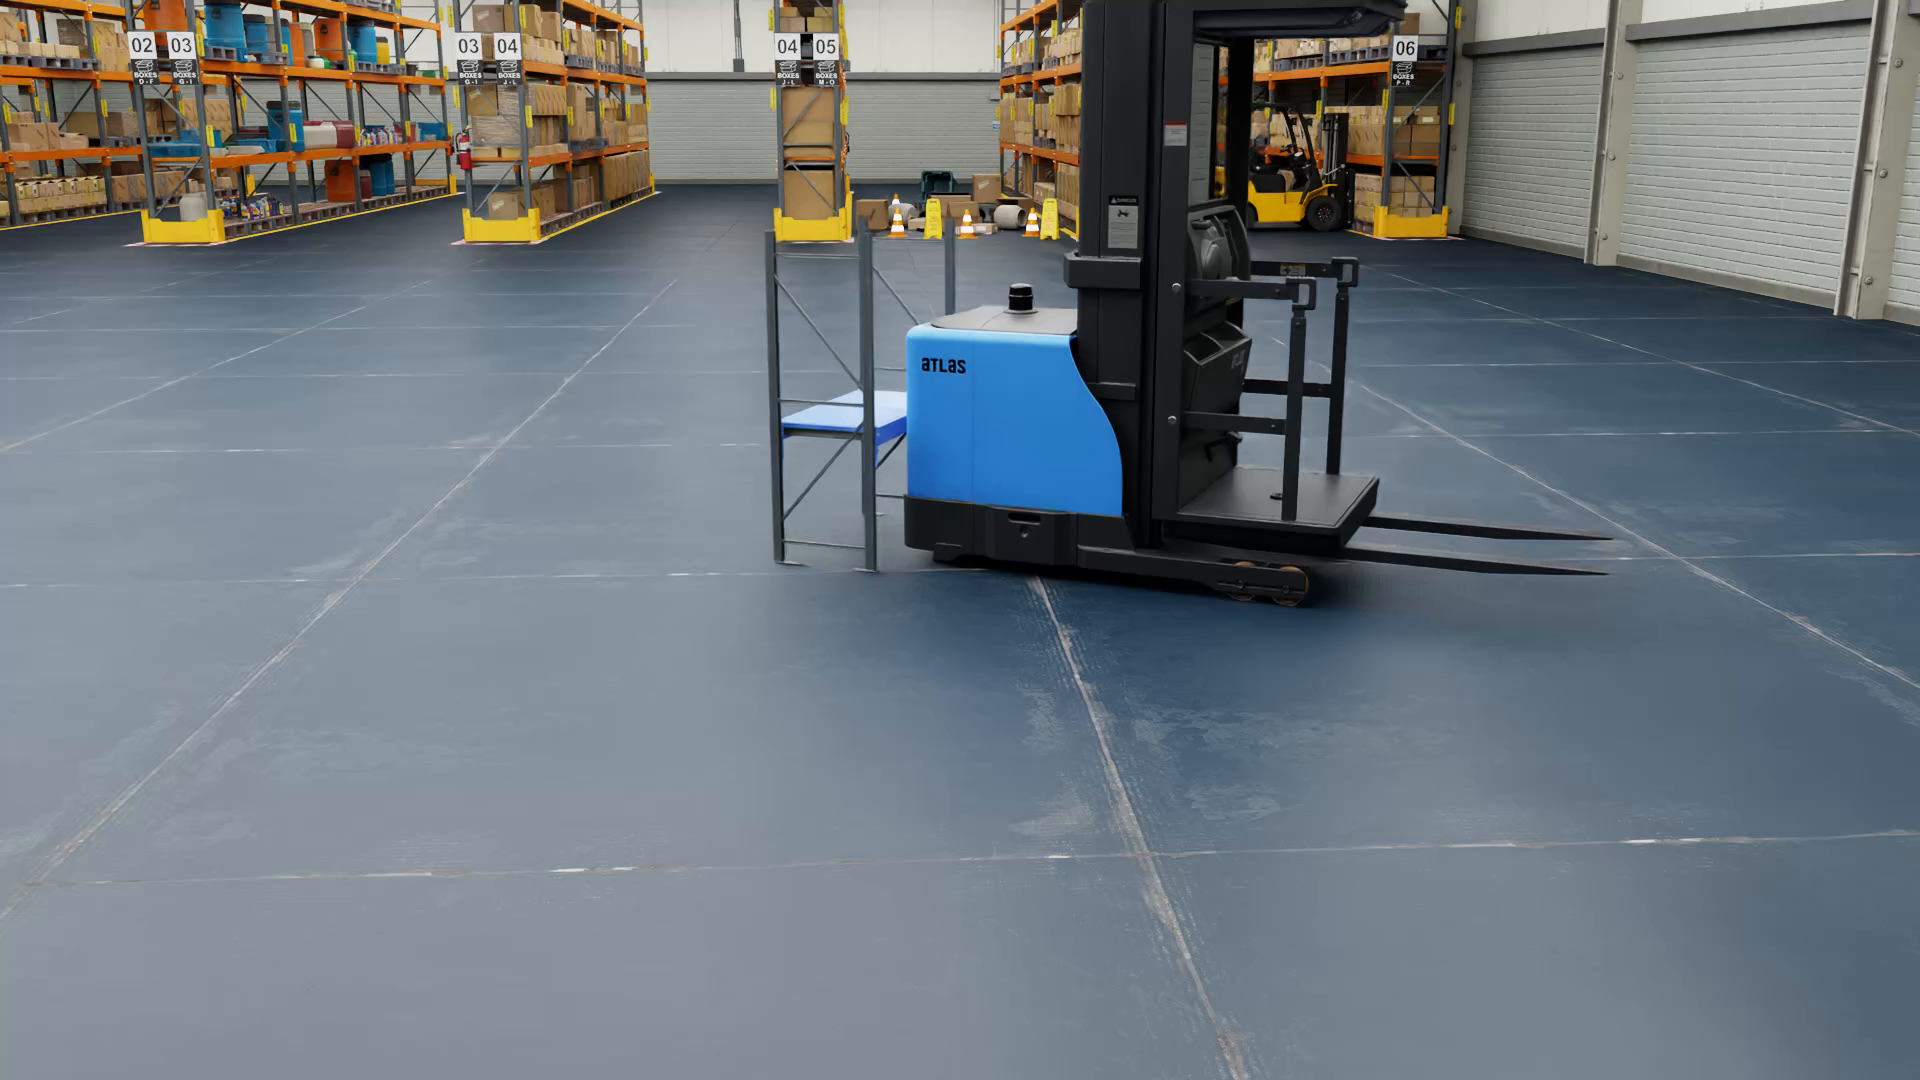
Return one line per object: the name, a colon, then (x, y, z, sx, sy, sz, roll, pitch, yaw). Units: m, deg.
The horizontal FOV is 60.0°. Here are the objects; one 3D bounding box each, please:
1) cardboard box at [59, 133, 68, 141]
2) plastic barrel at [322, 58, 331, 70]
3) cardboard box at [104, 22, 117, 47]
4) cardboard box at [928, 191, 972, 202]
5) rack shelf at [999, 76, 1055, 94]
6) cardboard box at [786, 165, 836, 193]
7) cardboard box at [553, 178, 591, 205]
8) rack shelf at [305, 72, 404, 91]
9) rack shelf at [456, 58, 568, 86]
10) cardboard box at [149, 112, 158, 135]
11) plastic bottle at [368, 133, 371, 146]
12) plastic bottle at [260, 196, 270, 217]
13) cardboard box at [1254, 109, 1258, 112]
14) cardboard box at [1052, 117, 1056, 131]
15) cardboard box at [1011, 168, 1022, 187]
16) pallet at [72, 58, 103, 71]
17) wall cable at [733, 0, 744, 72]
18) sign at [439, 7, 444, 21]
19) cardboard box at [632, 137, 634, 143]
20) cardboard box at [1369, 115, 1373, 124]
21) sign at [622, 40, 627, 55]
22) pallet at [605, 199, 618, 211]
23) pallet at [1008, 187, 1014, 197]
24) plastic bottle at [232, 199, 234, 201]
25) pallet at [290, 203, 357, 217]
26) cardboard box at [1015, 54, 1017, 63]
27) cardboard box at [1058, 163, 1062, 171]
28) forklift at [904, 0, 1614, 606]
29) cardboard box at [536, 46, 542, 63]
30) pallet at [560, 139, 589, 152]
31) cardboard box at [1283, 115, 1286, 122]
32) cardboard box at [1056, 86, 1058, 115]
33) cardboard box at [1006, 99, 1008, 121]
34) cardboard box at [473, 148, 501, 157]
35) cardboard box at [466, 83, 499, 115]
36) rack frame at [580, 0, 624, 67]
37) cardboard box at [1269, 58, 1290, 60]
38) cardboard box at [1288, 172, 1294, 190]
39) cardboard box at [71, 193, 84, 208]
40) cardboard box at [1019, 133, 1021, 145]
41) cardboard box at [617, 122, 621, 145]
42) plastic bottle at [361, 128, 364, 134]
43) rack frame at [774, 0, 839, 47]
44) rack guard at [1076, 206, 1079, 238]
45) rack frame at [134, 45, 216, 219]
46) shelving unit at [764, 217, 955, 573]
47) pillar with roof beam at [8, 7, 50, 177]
cardboard box: (-17.891, -7.842, 32.664, 0.500, 0.311, 0.500, -1, 14, -4)
plastic barrel: (-12.742, -9.503, 33.233, 0.294, 0.245, 0.294, 0, 14, 0)
cardboard box: (-17.837, -10.458, 34.426, 0.500, 0.500, 0.500, -1, 14, -3)
cardboard box: (-0.181, -5.913, 29.725, 0.797, 0.637, 0.503, -1, 14, -3)
rack shelf: (1.654, -11.012, 40.230, 1.077, 0.370, 4.000, -1, 14, -3)
cardboard box: (-2.692, -6.336, 30.054, 0.875, 0.875, 0.875, -1, 14, -3)
cardboard box: (-7.757, -6.961, 33.195, 0.700, 0.500, 0.500, -2, 15, -8)
rack shelf: (-12.933, -9.788, 35.472, 1.077, 0.370, 4.000, -1, 14, -3)
rack shelf: (-7.494, -7.875, 28.036, 1.077, 0.370, 4.000, -1, 14, -3)
cardboard box: (-18.195, -9.236, 36.860, 0.700, 0.500, 0.500, -6, 16, -22)
plastic bottle: (-12.550, -8.496, 35.284, 0.097, 0.271, 0.097, 0, 14, 0)
plastic bottle: (-12.201, -5.838, 29.129, 0.144, 0.351, 0.185, -1, 14, -4)
cardboard box: (6.905, -10.297, 40.226, 0.500, 0.500, 0.500, -1, 14, -5)
cardboard box: (2.016, -7.928, 31.179, 0.500, 0.500, 0.500, -1, 14, -4)
cardboard box: (1.736, -8.978, 41.198, 0.875, 0.438, 0.875, 0, 14, -2)
pallet: (-17.622, -9.304, 32.528, 1.213, 0.211, 1.003, 0, 14, -1)
wall cable: (-5.271, -16.175, 46.377, 2.277, 5.999, 0.120, -1, 14, -3)
sign: (-12.756, -12.937, 40.897, 0.100, 0.325, 0.005, -1, 14, -3)
cardboard box: (-7.833, -9.345, 38.832, 0.380, 0.149, 0.250, 0, 14, -2)
cardboard box: (7.170, -7.138, 28.248, 0.380, 0.149, 0.250, -1, 14, -4)
sign: (-7.572, -11.124, 37.551, 0.100, 0.325, 0.005, -1, 14, -3)
pallet: (-7.839, -7.109, 35.234, 1.003, 0.211, 1.213, -1, 14, -3)
pallet: (1.730, -8.554, 40.850, 1.003, 0.211, 1.213, -1, 14, -3)
plastic bottle: (-12.931, -5.919, 29.596, 0.152, 0.276, 0.135, 0, 14, -1)
pallet: (-12.799, -6.642, 33.419, 1.003, 0.211, 1.213, -1, 14, -3)
cardboard box: (1.460, -10.872, 37.667, 0.396, 0.266, 0.258, -1, 14, -4)
cardboard box: (1.988, -6.787, 30.253, 0.380, 0.149, 0.250, -1, 14, -3)
forklift: (1.311, -1.293, 7.169, 3.031, 2.935, 1.130, 6, 16, 22)
cardboard box: (-7.206, -8.028, 27.491, 0.500, 0.250, 0.500, -1, 14, -4)
pallet: (-7.520, -7.367, 31.025, 1.003, 0.211, 1.213, -1, 14, -3)
cardboard box: (6.793, -8.577, 33.840, 0.380, 0.149, 0.250, -1, 14, -3)
cardboard box: (2.094, -7.857, 29.741, 0.700, 0.500, 0.500, -1, 14, -3)
cardboard box: (1.386, -10.434, 40.351, 0.500, 0.500, 0.500, -1, 14, -3)
cardboard box: (-7.593, -6.219, 26.682, 0.380, 0.149, 0.250, -1, 14, -3)
cardboard box: (-7.650, -7.083, 26.730, 0.500, 0.500, 0.500, -1, 14, -3)
rack frame: (-8.113, -12.163, 37.239, 1.000, 3.000, 0.127, -1, 14, -3)
cardboard box: (6.717, -10.151, 34.940, 0.380, 0.149, 0.250, -1, 14, -2)
cardboard box: (7.095, -7.061, 33.374, 0.875, 0.625, 0.625, -1, 15, -6)
cardboard box: (-17.413, -6.602, 32.341, 0.500, 0.250, 0.500, -1, 14, -2)
cardboard box: (1.591, -8.968, 37.162, 0.500, 0.250, 0.500, -1, 14, -4)
cardboard box: (-7.748, -8.941, 36.555, 0.500, 0.500, 0.500, -1, 14, -4)
plastic bottle: (-13.356, -9.054, 37.297, 0.144, 0.351, 0.185, -1, 14, -3)
rack frame: (-2.413, -9.230, 25.840, 1.000, 3.000, 0.127, -1, 14, -3)
rack guard: (2.517, -5.234, 27.367, 1.175, 0.500, 0.348, -1, 14, -3)
rack frame: (-12.313, -6.197, 26.090, 1.000, 3.000, 0.127, -1, 14, -3)
shelving unit: (-0.438, -0.721, 7.820, 0.538, 1.500, 1.048, 5, 15, 20)
pillar with roof beam: (-19.926, -13.653, 43.030, 9.100, 9.000, 0.400, -1, 14, -3)
